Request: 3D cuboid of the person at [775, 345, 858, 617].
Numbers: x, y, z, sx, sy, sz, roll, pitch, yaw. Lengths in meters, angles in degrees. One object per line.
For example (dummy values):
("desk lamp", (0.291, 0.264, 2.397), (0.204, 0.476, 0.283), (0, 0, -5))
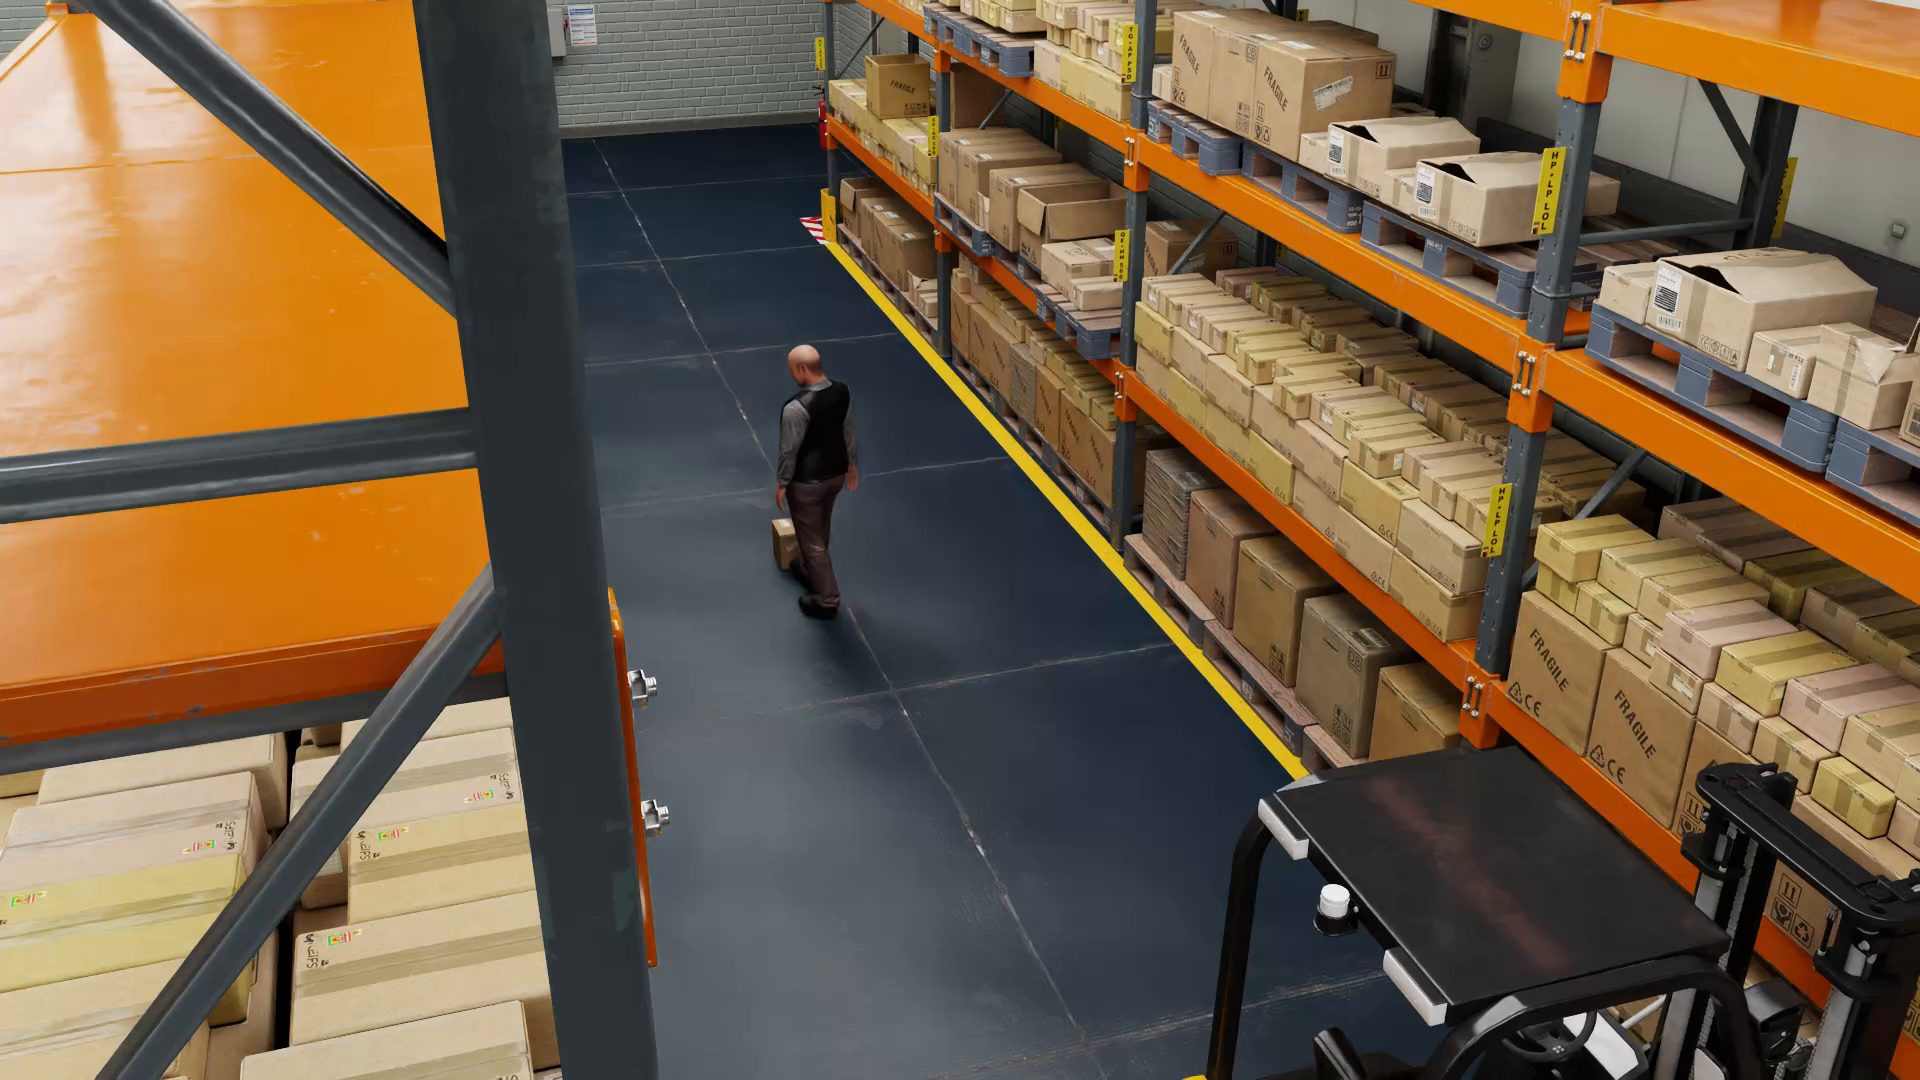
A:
("person", (-0.971, -0.407, 10.189), (0.715, 1.696, 0.573), (21, 33, 37))
